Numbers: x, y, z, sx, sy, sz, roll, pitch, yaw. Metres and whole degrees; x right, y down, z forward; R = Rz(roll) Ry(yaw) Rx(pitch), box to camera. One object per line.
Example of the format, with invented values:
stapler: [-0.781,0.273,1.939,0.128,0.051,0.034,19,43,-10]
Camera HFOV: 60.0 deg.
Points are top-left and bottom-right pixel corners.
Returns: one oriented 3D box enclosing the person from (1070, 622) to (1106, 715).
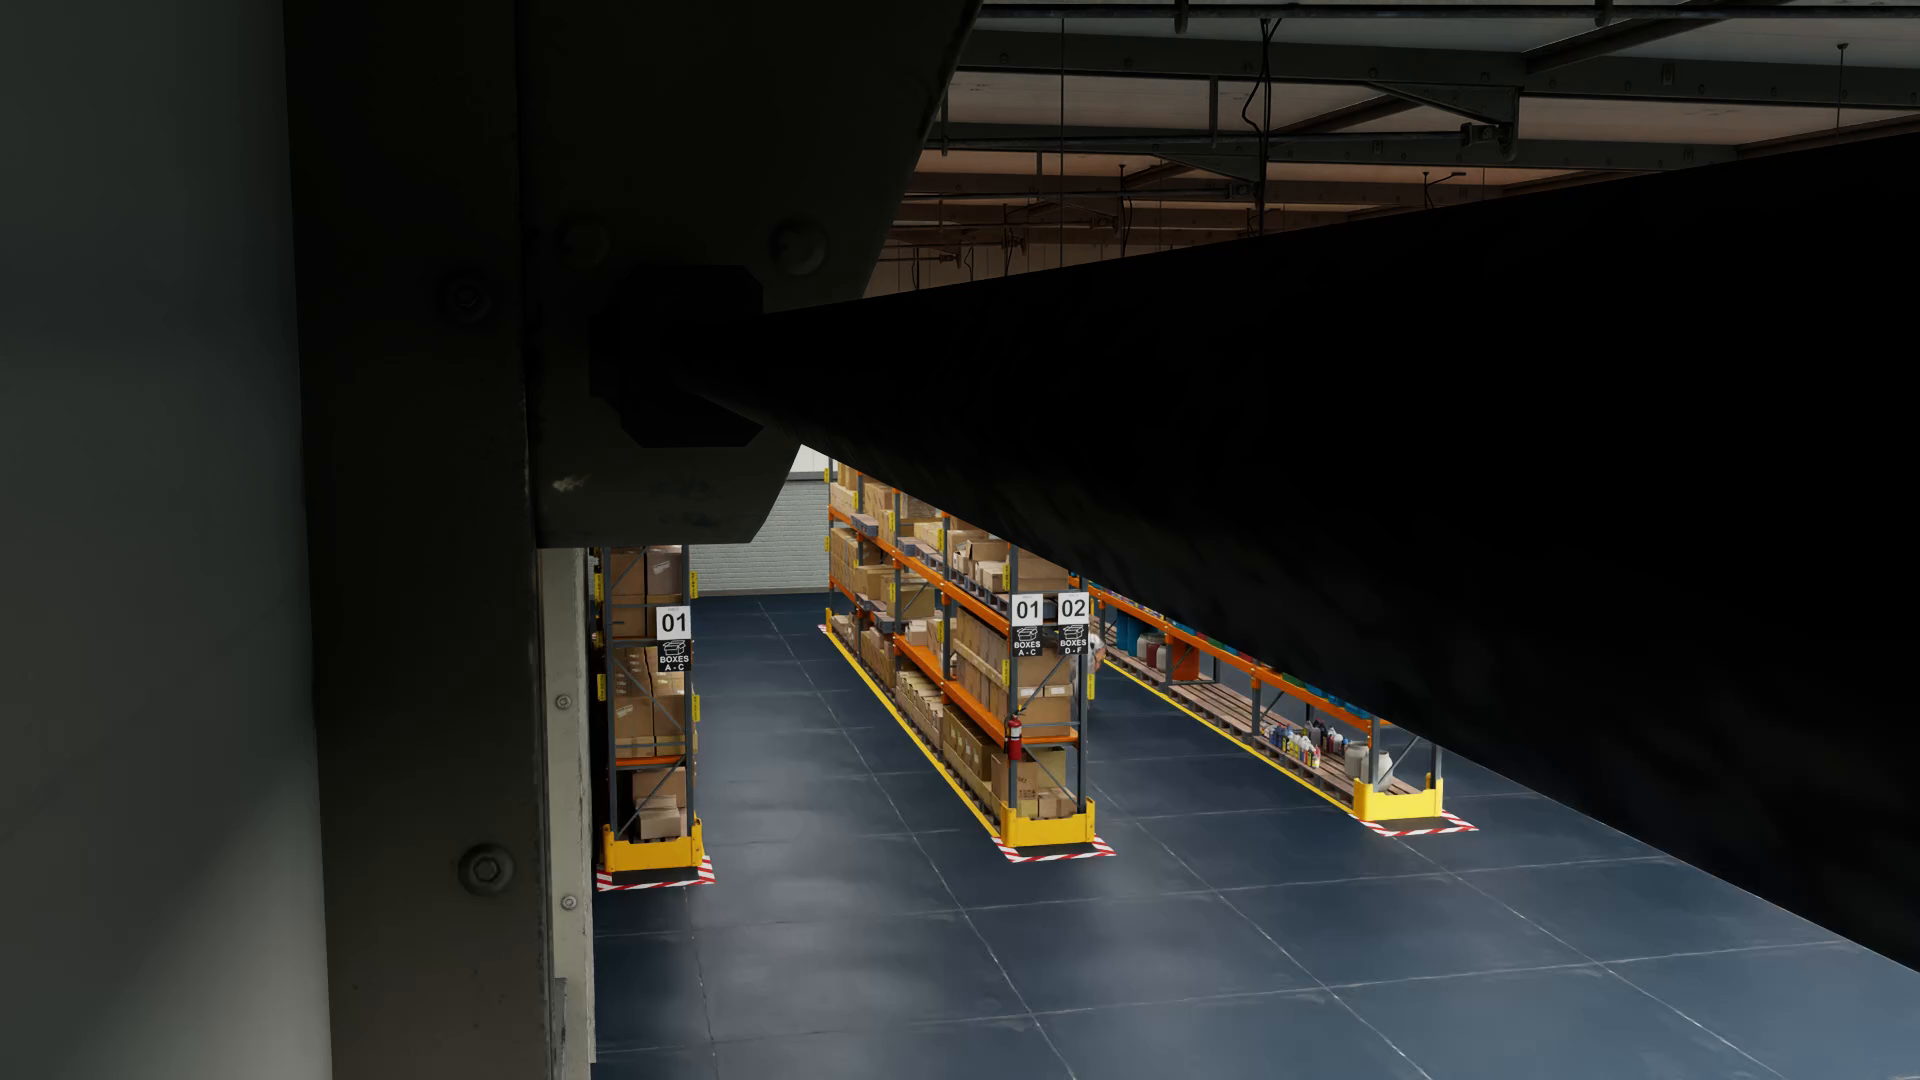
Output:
person: [2.112,2.157,28.133,0.711,1.700,0.731,0,7,-1]
